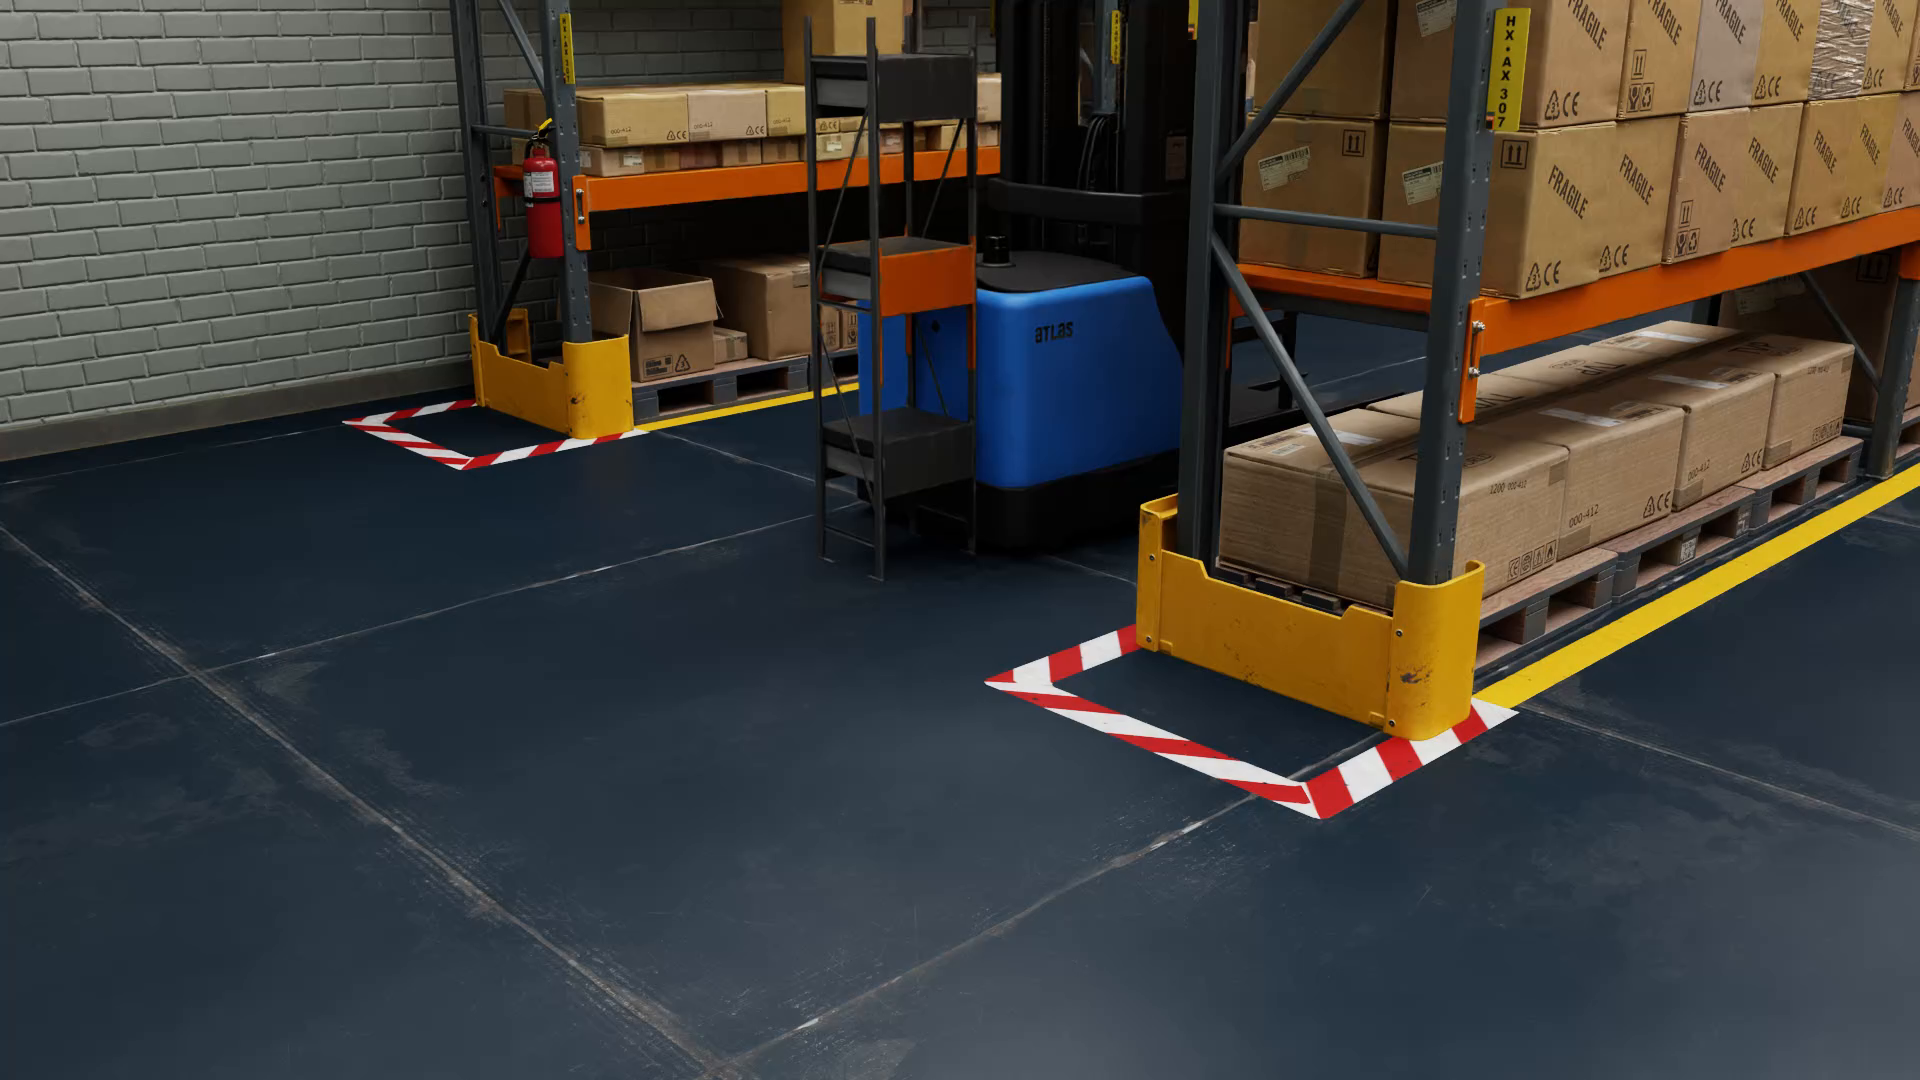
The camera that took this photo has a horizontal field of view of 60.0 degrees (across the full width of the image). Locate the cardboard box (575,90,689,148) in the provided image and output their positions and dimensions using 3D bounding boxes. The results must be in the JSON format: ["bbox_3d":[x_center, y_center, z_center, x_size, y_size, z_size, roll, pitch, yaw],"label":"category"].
[{"bbox_3d":[-1.762,-2.193,8.646,0.500,0.250,0.500,-16,24,-41],"label":"cardboard box"}]

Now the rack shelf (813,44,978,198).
[{"bbox_3d":[-0.255,-1.580,6.227,0.480,0.518,0.431,-16,24,-40],"label":"rack shelf"}]

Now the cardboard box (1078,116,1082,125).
[{"bbox_3d":[0.572,-2.691,10.828,0.250,0.149,0.380,-16,24,-40],"label":"cardboard box"}]

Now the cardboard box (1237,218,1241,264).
[{"bbox_3d":[1.882,-2.217,12.332,0.500,0.500,0.500,17,25,42],"label":"cardboard box"}]

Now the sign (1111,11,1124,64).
[{"bbox_3d":[1.008,-3.226,10.669,0.005,0.325,0.100,-16,24,-41],"label":"sign"}]

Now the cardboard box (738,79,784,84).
[{"bbox_3d":[-1.006,-2.638,10.018,0.500,0.250,0.500,-16,24,-41],"label":"cardboard box"}]

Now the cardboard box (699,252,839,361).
[{"bbox_3d":[-1.119,-1.379,9.745,0.500,0.500,0.700,-15,23,-39],"label":"cardboard box"}]

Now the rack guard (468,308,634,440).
[{"bbox_3d":[-2.222,-0.914,8.993,0.348,0.500,1.175,-16,24,-41],"label":"rack guard"}]

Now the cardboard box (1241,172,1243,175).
[{"bbox_3d":[2.188,-2.837,13.191,0.250,0.149,0.380,-17,24,-42],"label":"cardboard box"}]

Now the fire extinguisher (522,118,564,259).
[{"bbox_3d":[-2.066,-1.738,8.212,0.183,0.674,0.296,-16,24,-41],"label":"fire extinguisher"}]

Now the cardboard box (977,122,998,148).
[{"bbox_3d":[0.016,-2.521,10.304,0.250,0.149,0.380,-15,24,-39],"label":"cardboard box"}]

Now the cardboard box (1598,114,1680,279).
[{"bbox_3d":[2.031,-1.174,5.580,0.500,0.500,0.500,-17,24,-42],"label":"cardboard box"}]

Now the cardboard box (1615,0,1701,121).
[{"bbox_3d":[2.051,-1.648,5.420,0.500,0.500,0.500,-17,25,-42],"label":"cardboard box"}]

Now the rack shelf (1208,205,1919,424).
[{"bbox_3d":[2.589,-1.057,6.548,4.000,0.370,1.077,-16,24,-41],"label":"rack shelf"}]

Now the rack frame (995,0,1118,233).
[{"bbox_3d":[0.630,-2.935,11.172,0.127,3.000,1.000,-16,24,-41],"label":"rack frame"}]

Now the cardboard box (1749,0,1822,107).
[{"bbox_3d":[2.782,-1.864,6.088,0.500,0.500,0.500,-16,24,-41],"label":"cardboard box"}]

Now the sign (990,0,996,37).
[{"bbox_3d":[0.246,-3.609,11.375,0.005,0.325,0.100,-16,24,-41],"label":"sign"}]

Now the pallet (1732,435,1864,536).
[{"bbox_3d":[3.436,-0.353,7.731,1.213,0.211,1.003,-16,24,-41],"label":"pallet"}]

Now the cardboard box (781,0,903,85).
[{"bbox_3d":[-0.672,-2.868,9.511,0.500,0.500,0.500,-15,24,-39],"label":"cardboard box"}]

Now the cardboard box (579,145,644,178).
[{"bbox_3d":[-1.849,-1.976,8.622,0.250,0.149,0.380,-16,24,-41],"label":"cardboard box"}]

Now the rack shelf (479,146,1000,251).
[{"bbox_3d":[-0.824,-2.169,9.976,4.000,0.370,1.077,-16,24,-41],"label":"rack shelf"}]

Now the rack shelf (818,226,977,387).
[{"bbox_3d":[-0.255,-0.914,6.443,0.480,0.518,0.431,-16,24,-40],"label":"rack shelf"}]

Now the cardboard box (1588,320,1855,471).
[{"bbox_3d":[3.513,-0.695,7.738,0.875,0.438,0.875,-17,24,-42],"label":"cardboard box"}]

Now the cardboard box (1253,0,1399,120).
[{"bbox_3d":[1.323,-1.654,5.440,0.500,0.500,0.500,-15,23,-39],"label":"cardboard box"}]

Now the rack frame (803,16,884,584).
[{"bbox_3d":[-0.436,-0.876,6.283,0.015,2.100,0.400,-16,24,-40],"label":"rack frame"}]

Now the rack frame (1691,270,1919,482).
[{"bbox_3d":[4.043,-1.823,7.744,0.127,3.000,1.000,-16,24,-41],"label":"rack frame"}]

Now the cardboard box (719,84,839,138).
[{"bbox_3d":[-1.030,-2.408,9.309,0.500,0.250,0.500,-17,24,-42],"label":"cardboard box"}]

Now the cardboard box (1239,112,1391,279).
[{"bbox_3d":[1.305,-1.185,5.613,0.500,0.500,0.500,-16,24,-41],"label":"cardboard box"}]

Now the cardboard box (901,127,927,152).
[{"bbox_3d":[-0.415,-2.431,10.026,0.250,0.149,0.380,-16,24,-40],"label":"cardboard box"}]

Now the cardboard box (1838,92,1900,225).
[{"bbox_3d":[3.511,-1.605,6.909,0.500,0.500,0.500,-17,25,-42],"label":"cardboard box"}]

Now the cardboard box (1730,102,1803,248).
[{"bbox_3d":[2.765,-1.387,6.238,0.500,0.500,0.500,-15,23,-39],"label":"cardboard box"}]

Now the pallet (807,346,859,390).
[{"bbox_3d":[-0.757,-1.203,10.353,1.213,0.211,1.003,-16,24,-41],"label":"pallet"}]

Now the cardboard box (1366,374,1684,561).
[{"bbox_3d":[2.206,-0.315,6.565,0.875,0.438,0.875,-15,24,-39],"label":"cardboard box"}]

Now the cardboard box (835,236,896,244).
[{"bbox_3d":[-0.365,-1.599,10.423,0.700,0.500,0.500,17,24,42],"label":"cardboard box"}]

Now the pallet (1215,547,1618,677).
[{"bbox_3d":[1.663,0.164,6.137,1.213,0.211,1.003,-16,24,-41],"label":"pallet"}]

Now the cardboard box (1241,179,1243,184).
[{"bbox_3d":[2.155,-2.625,12.537,0.250,0.149,0.380,-16,24,-41],"label":"cardboard box"}]

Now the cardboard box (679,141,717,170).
[{"bbox_3d":[-1.529,-2.103,9.016,0.250,0.149,0.380,-17,24,-42],"label":"cardboard box"}]

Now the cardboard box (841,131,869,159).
[{"bbox_3d":[-0.702,-2.298,9.616,0.250,0.149,0.380,-16,24,-40],"label":"cardboard box"}]

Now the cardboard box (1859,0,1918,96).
[{"bbox_3d":[3.515,-2.079,6.749,0.500,0.500,0.500,-17,24,-42],"label":"cardboard box"}]

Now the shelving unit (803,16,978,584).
[{"bbox_3d":[-0.255,-0.927,6.439,0.503,2.100,0.431,-16,24,-40],"label":"shelving unit"}]

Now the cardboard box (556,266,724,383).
[{"bbox_3d":[-1.767,-1.208,9.213,0.797,0.503,0.637,17,24,42],"label":"cardboard box"}]

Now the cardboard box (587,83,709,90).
[{"bbox_3d":[-1.749,-2.423,9.356,0.500,0.250,0.500,-16,24,-41],"label":"cardboard box"}]

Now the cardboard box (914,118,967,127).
[{"bbox_3d":[-0.298,-2.630,9.994,0.500,0.250,0.500,-16,24,-41],"label":"cardboard box"}]

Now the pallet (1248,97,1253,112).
[{"bbox_3d":[2.126,-3.278,12.542,1.213,0.211,1.003,-16,24,-41],"label":"pallet"}]

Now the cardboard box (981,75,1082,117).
[{"bbox_3d":[0.427,-2.842,10.648,0.500,0.250,0.500,-15,24,-39],"label":"cardboard box"}]

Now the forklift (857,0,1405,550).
[{"bbox_3d":[0.974,-1.718,7.532,3.031,2.935,1.130,-16,24,-40],"label":"forklift"}]

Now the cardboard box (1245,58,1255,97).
[{"bbox_3d":[1.903,-3.279,11.771,0.258,0.266,0.396,-15,23,-38],"label":"cardboard box"}]

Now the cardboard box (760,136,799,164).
[{"bbox_3d":[-1.114,-2.201,9.316,0.250,0.149,0.380,-16,24,-40],"label":"cardboard box"}]
